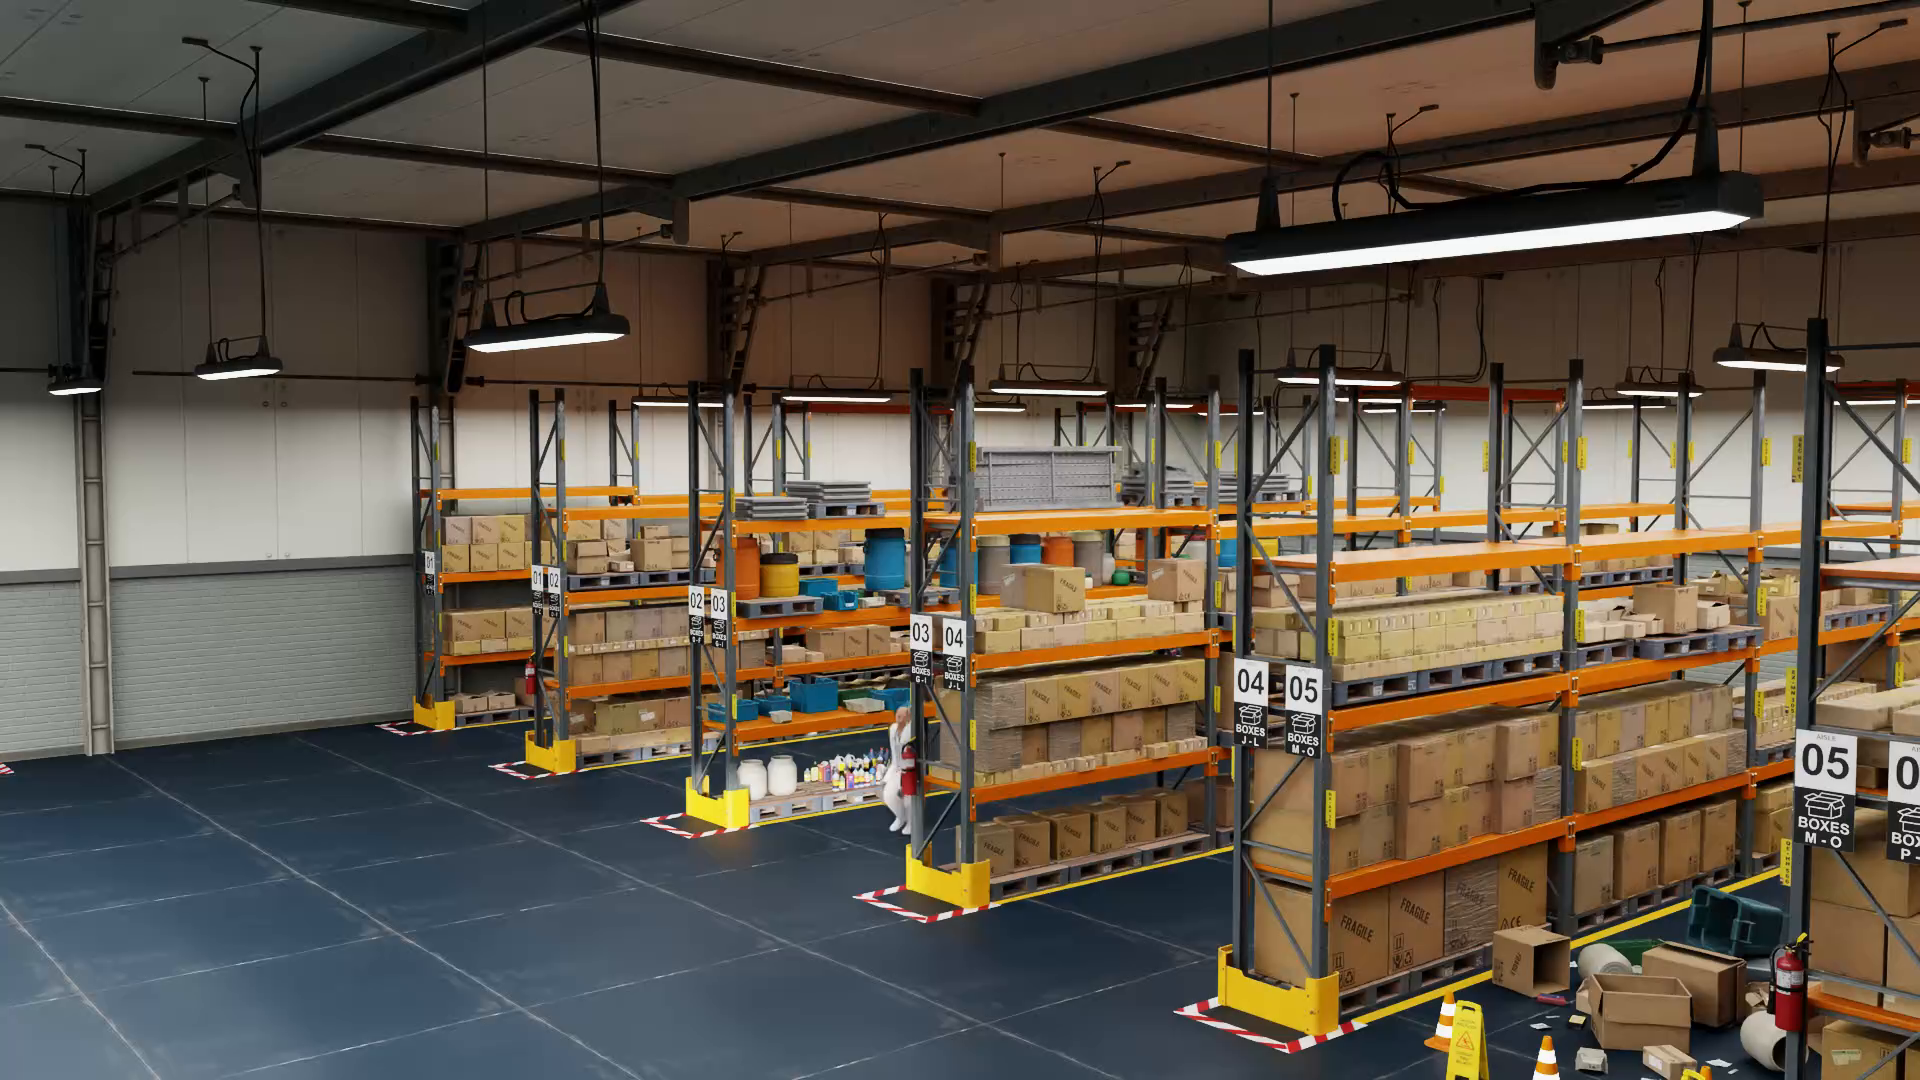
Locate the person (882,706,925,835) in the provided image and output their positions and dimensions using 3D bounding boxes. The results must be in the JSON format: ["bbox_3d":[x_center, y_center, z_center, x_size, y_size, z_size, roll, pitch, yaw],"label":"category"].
[{"bbox_3d":[-0.737,3.011,21.616,0.704,1.724,0.827,2,4,31],"label":"person"}]
